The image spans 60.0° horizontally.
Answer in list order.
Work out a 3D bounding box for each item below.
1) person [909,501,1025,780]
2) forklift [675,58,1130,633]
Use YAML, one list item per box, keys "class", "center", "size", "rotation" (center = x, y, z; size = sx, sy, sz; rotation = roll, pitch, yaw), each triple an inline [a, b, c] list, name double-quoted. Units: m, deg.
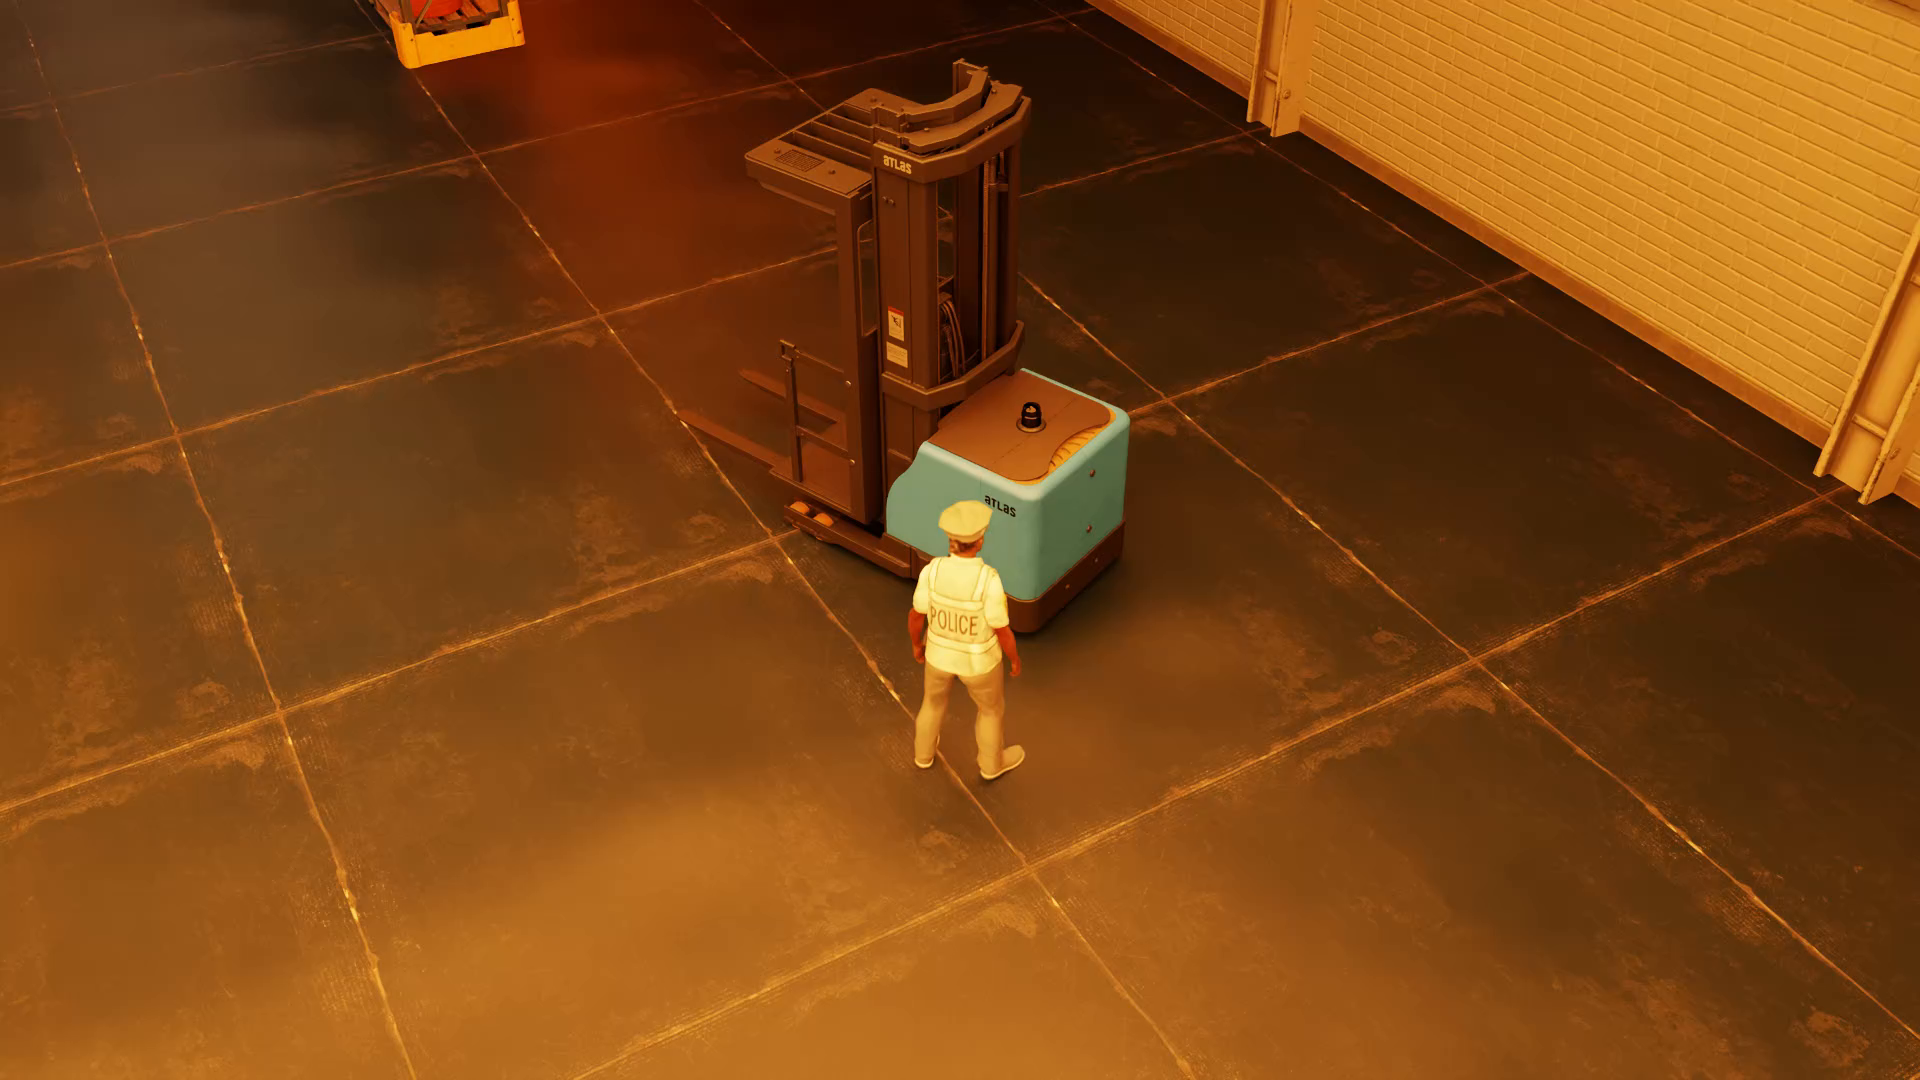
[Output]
- class: "person"
  center: [0.015, 0.562, 8.359]
  size: [0.591, 1.667, 0.423]
  rotation: [14, 42, 16]
- class: "forklift"
  center: [-0.481, -1.366, 9.683]
  size: [3.031, 2.935, 1.130]
  rotation: [26, 46, 28]
